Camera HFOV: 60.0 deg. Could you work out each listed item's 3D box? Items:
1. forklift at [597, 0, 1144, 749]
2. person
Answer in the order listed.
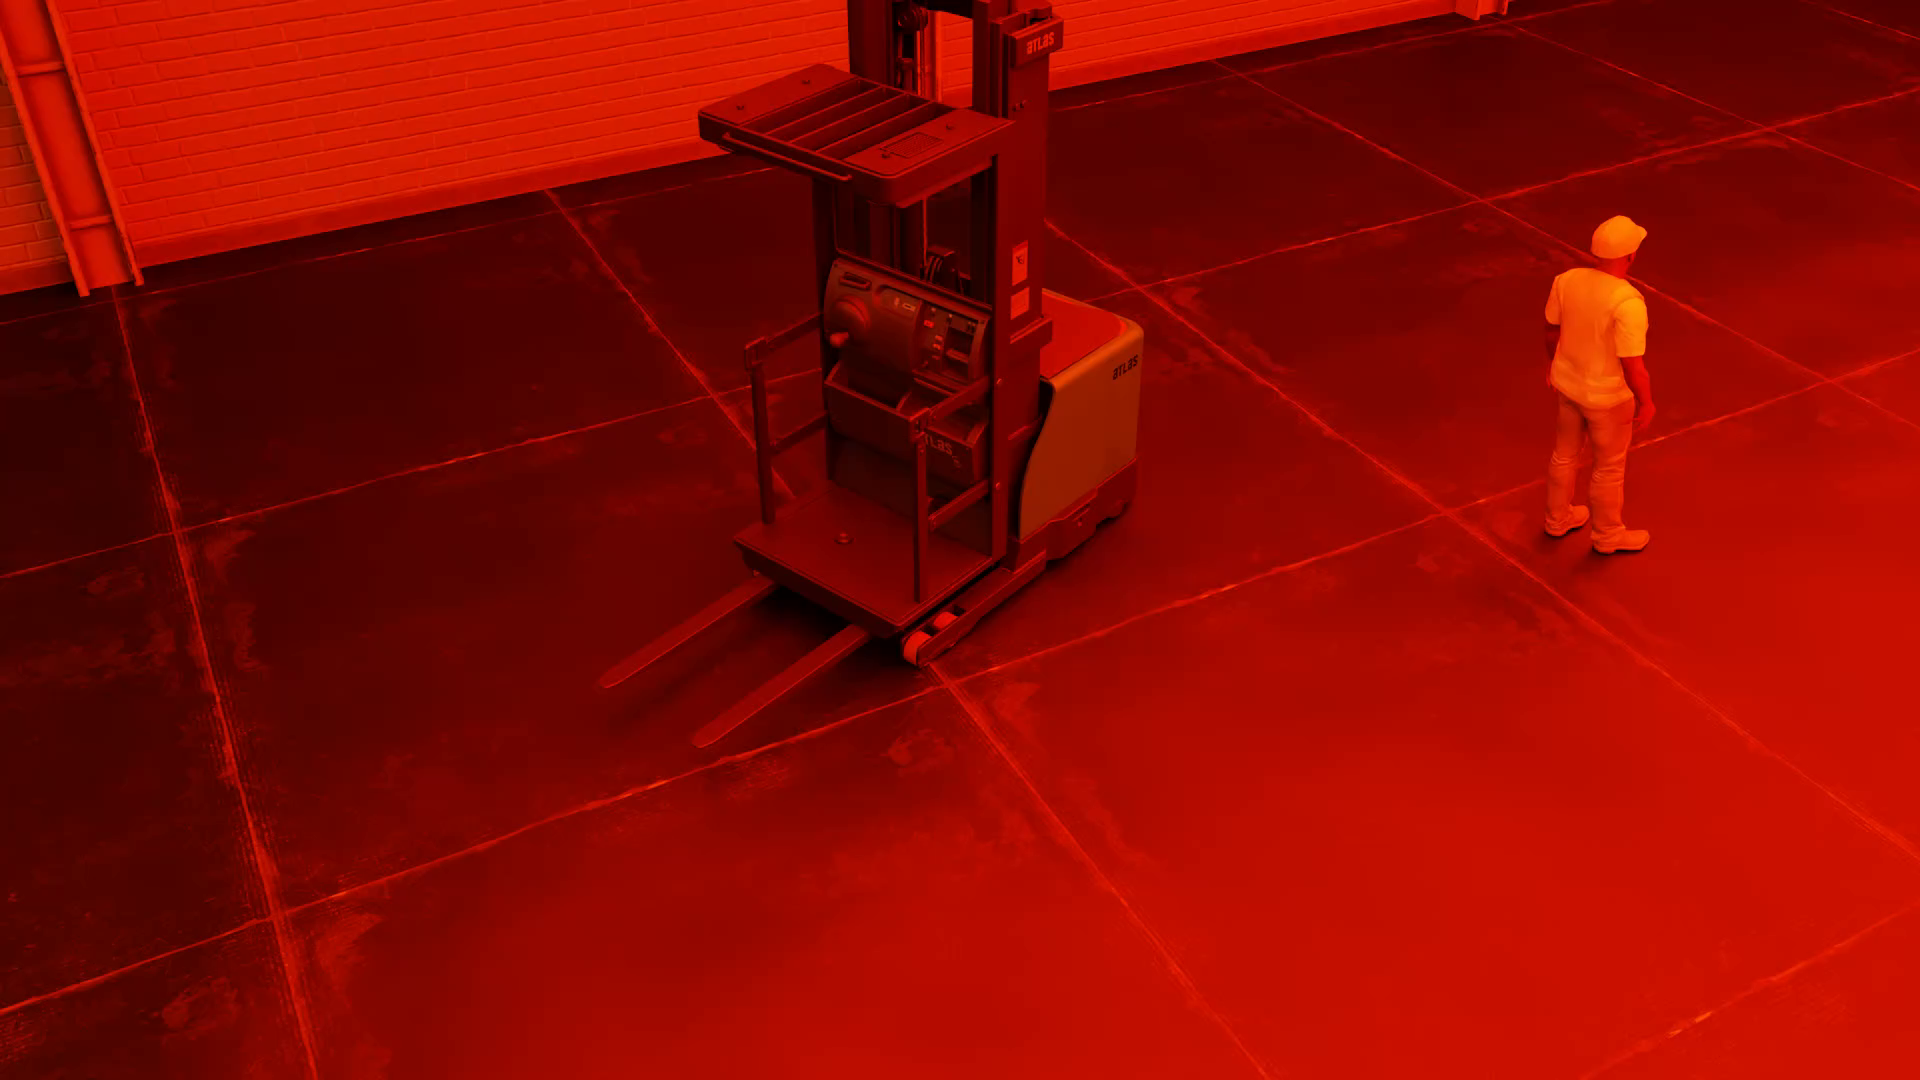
[{"bbox_3d":[-0.390,-0.927,7.434,1.130,2.935,3.031,26,43,31],"label":"forklift"},{"bbox_3d":[3.191,-0.778,8.221,0.575,1.768,0.665,-16,38,-22],"label":"person"}]
